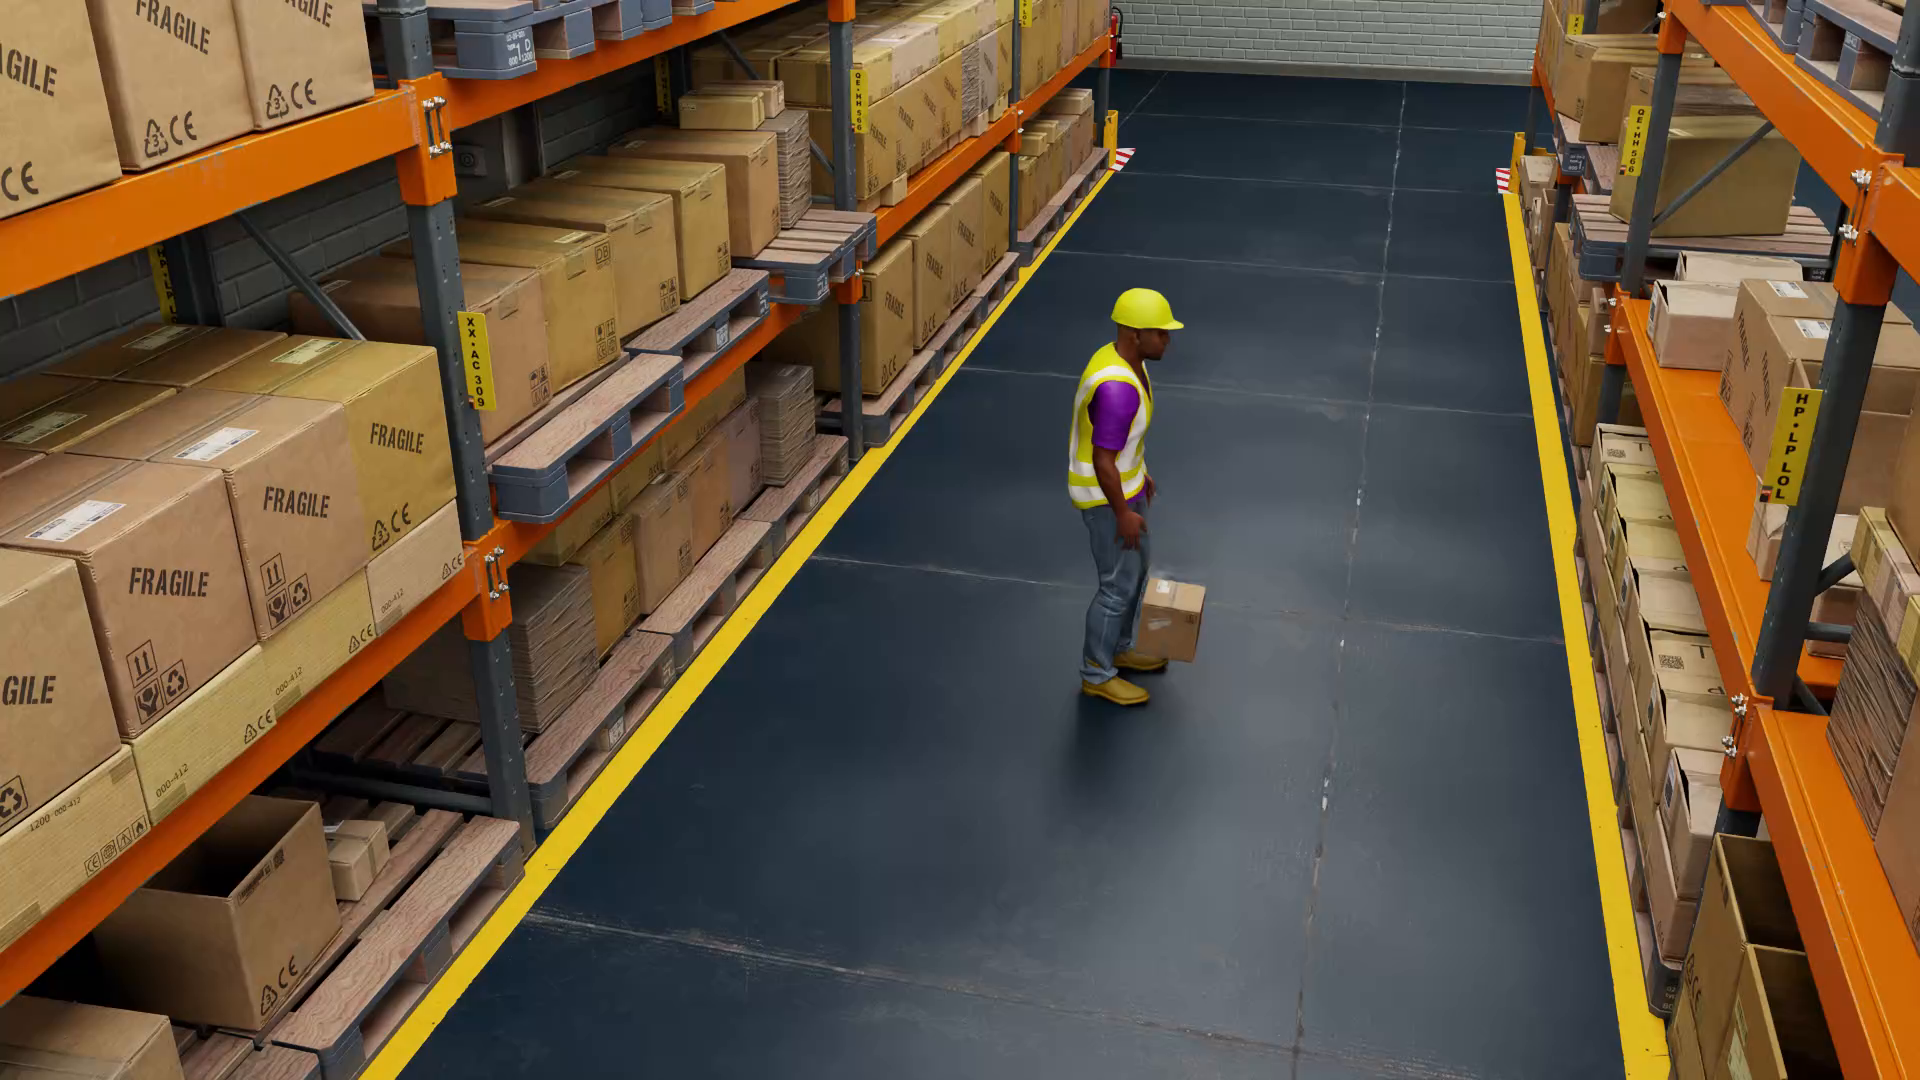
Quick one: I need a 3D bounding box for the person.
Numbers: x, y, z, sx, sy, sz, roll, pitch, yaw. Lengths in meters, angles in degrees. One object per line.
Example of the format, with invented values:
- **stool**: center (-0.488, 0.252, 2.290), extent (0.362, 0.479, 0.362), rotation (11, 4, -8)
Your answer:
- **person**: center (0.683, -0.201, 7.013), extent (0.457, 1.763, 0.601), rotation (5, 26, 11)
